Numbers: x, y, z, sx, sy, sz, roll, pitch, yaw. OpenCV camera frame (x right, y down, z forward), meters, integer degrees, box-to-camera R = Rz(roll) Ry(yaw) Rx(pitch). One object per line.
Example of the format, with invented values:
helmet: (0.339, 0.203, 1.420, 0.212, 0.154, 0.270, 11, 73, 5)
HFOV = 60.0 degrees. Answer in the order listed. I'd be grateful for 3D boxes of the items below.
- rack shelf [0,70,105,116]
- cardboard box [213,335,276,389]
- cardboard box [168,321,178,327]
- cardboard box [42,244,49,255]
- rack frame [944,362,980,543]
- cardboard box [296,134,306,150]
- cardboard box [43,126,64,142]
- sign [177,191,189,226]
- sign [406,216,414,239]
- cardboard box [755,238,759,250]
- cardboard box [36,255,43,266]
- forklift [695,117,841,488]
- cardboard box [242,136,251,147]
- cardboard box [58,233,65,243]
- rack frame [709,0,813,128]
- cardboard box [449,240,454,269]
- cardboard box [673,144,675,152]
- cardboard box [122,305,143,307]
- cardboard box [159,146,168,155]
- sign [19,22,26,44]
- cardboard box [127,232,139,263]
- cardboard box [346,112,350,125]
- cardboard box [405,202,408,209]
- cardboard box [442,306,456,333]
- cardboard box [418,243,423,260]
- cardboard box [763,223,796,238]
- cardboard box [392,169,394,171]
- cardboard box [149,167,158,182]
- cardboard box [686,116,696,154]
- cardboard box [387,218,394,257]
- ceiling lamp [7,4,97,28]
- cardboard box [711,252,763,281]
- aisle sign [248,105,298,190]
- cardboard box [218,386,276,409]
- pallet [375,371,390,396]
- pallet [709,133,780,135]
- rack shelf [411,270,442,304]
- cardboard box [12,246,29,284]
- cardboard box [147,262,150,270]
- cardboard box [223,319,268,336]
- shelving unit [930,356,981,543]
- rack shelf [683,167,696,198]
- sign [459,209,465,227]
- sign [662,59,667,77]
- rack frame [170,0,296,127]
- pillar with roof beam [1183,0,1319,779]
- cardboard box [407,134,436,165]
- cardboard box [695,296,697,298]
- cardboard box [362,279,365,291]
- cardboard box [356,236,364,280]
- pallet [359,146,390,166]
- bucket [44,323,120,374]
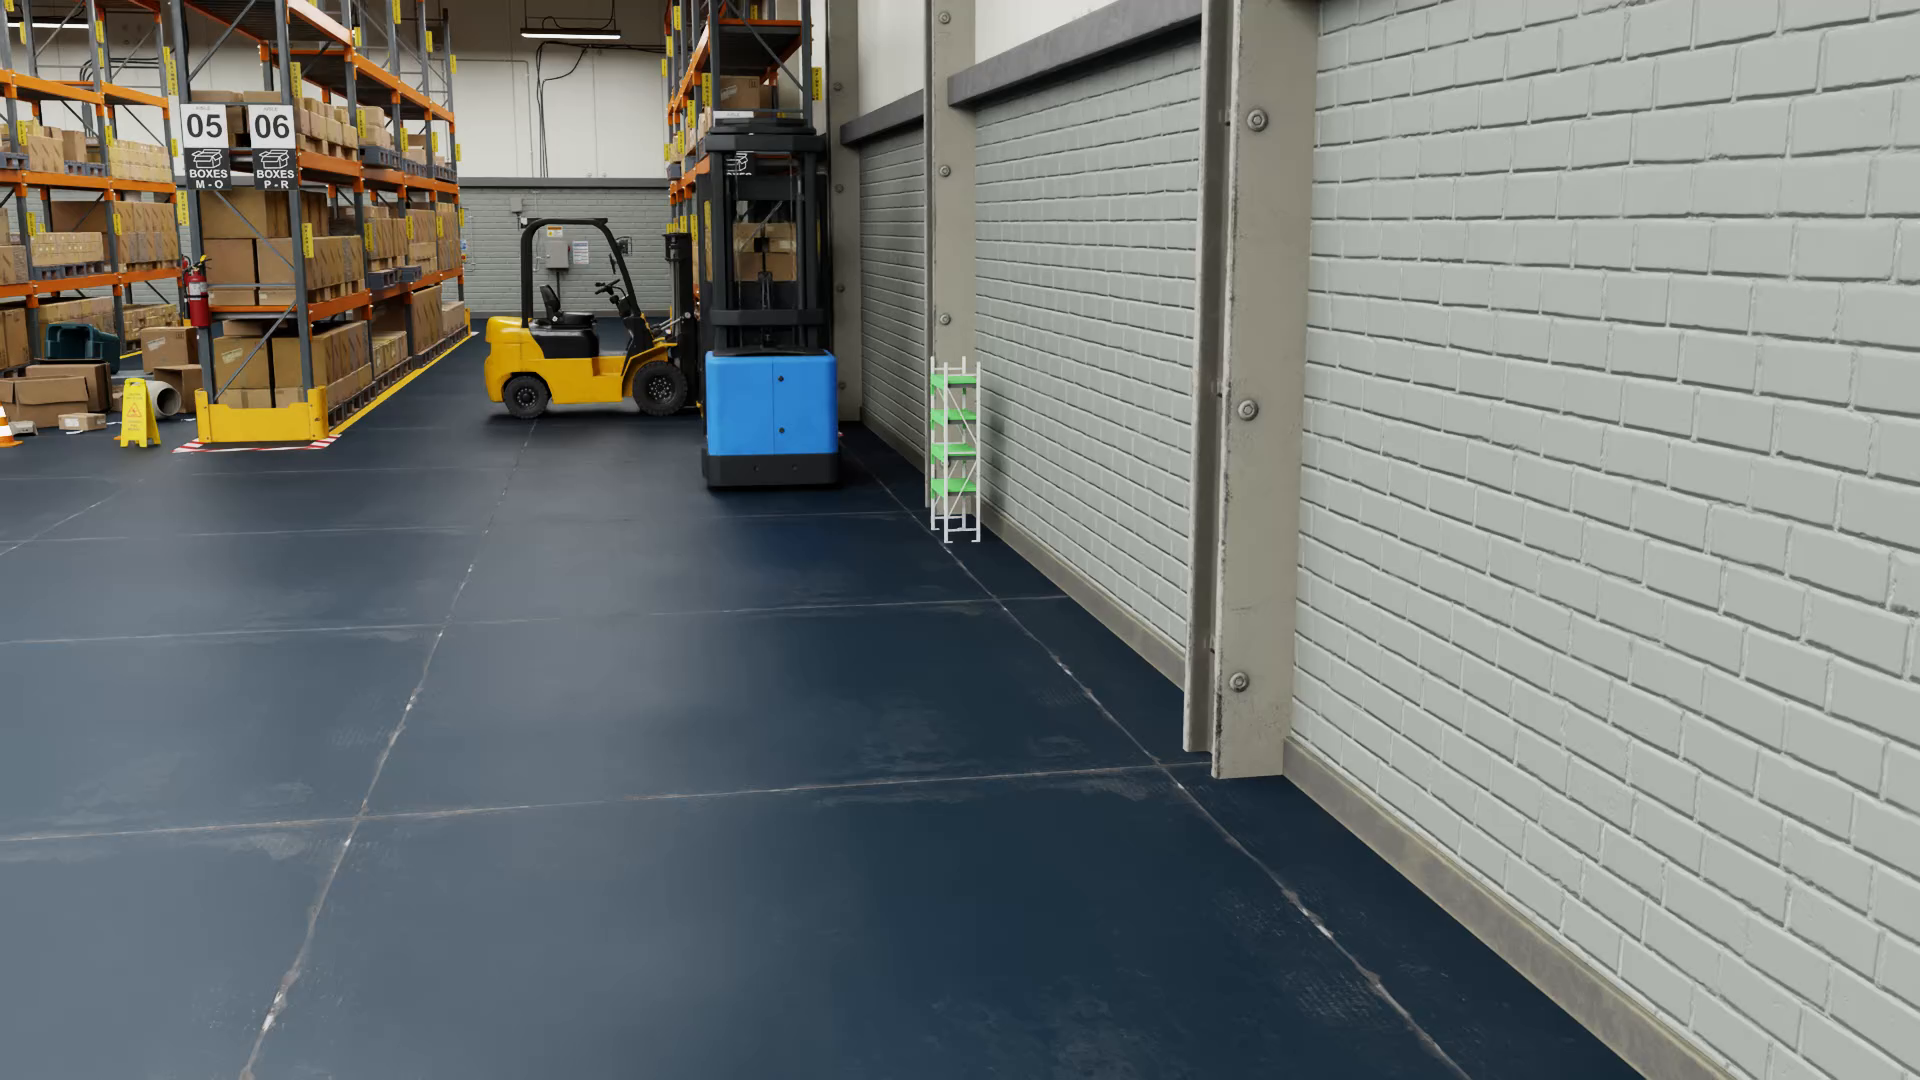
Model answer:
rack shelf: (-13.638, -6.491, 24.224, 1.077, 0.370, 4.000, -2, 11, -11)
cardboard box: (-7.268, -1.819, 16.958, 0.500, 0.500, 0.500, -2, 11, -11)
cardboard box: (-14.348, -3.867, 29.994, 0.380, 0.149, 0.250, -2, 11, -9)
cardboard box: (-13.256, -4.150, 23.731, 0.380, 0.149, 0.250, -2, 11, -13)
rack frame: (0.015, -0.575, 11.009, 0.240, 1.200, 0.015, -2, 11, -11)
cardboard box: (-6.603, -3.881, 16.212, 0.380, 0.149, 0.250, -2, 11, -11)
cardboard box: (-13.855, -5.903, 24.765, 0.797, 0.503, 0.637, -2, 11, -12)
sign: (-7.405, -3.165, 15.863, 0.100, 0.325, 0.005, -2, 11, -11)
sign: (-7.882, -4.476, 23.808, 0.100, 0.325, 0.005, -2, 11, -11)
cardboard box: (-2.152, -3.408, 19.079, 0.380, 0.149, 0.250, -2, 11, -13)
cardboard box: (-13.190, -3.948, 23.466, 0.380, 0.149, 0.250, -2, 11, -8)
forklift: (-1.694, -2.082, 14.295, 1.130, 2.935, 3.031, -2, 11, -9)
cardboard box: (-7.299, -3.958, 16.617, 0.380, 0.149, 0.250, -2, 11, -9)
cardboard box: (-13.406, -4.435, 24.430, 0.380, 0.149, 0.250, -2, 11, -9)
rack frame: (-1.989, -5.586, 16.479, 1.000, 3.000, 0.127, -2, 11, -11)
cardboard box: (-9.310, -5.082, 29.606, 0.500, 0.500, 0.500, -2, 11, -9)
cardboard box: (-4.489, -6.380, 27.159, 0.380, 0.149, 0.250, -2, 11, -12)
cardboard box: (-14.864, -4.137, 29.821, 0.380, 0.149, 0.250, -2, 11, -10)
cardboard box: (-14.452, -6.985, 29.848, 0.380, 0.149, 0.250, -2, 11, -12)
sign: (-14.562, -7.889, 25.866, 0.100, 0.325, 0.005, -2, 11, -11)
cardboard box: (-13.979, -4.846, 27.571, 0.500, 0.500, 0.500, -2, 11, -11)
cardboard box: (-7.233, -4.838, 19.111, 0.380, 0.149, 0.250, -2, 11, -12)
cardboard box: (-9.508, -5.615, 27.998, 0.380, 0.149, 0.250, -2, 11, -10)
cardboard box: (-9.382, -3.890, 29.339, 0.875, 0.438, 0.875, -2, 11, -13)
cardboard box: (-8.453, -4.386, 25.280, 0.500, 0.250, 0.500, -2, 11, -11)
cardboard box: (-1.844, -3.222, 17.306, 0.380, 0.149, 0.250, -2, 11, -12)
cardboard box: (-8.146, -5.225, 23.276, 0.380, 0.149, 0.250, -2, 11, -11)
cardboard box: (-14.267, -6.335, 28.837, 0.500, 0.250, 0.500, -2, 11, -9)
cardboard box: (-3.447, -5.654, 23.198, 0.700, 0.500, 0.500, -2, 11, -12)
cardboard box: (-7.736, -3.966, 21.827, 0.500, 0.500, 0.500, -3, 11, -13)
ceiling lamp: (-17.724, -11.431, 31.576, 2.000, 3.185, 0.800, -2, 11, -11)
cardboard box: (-2.342, -2.769, 17.454, 0.500, 0.500, 0.500, -2, 11, -12)
aisle sign: (-6.541, -3.735, 15.844, 0.394, 0.787, 0.004, -2, 11, -11)
cardboard box: (-7.283, -1.456, 17.056, 0.500, 0.250, 0.500, -2, 11, -11)
pallet: (-7.788, -1.964, 20.953, 1.003, 0.211, 1.213, -2, 11, -11)
pallet: (-2.101, -4.200, 17.454, 1.003, 0.211, 1.213, -2, 11, -11)
rack shelf: (-8.802, -3.939, 25.791, 1.077, 0.370, 4.000, -2, 11, -11)
cardboard box: (-12.898, -3.703, 22.361, 0.500, 0.500, 0.500, -2, 11, -11)
cardboard box: (-14.232, -4.733, 28.715, 0.380, 0.149, 0.250, -2, 11, -10)
cardboard box: (-7.406, -2.203, 17.238, 0.380, 0.149, 0.250, -2, 11, -9)
shelving unit: (-0.032, -0.620, 11.244, 0.258, 1.200, 0.503, -2, 11, -11)
rack shelf: (-3.156, -4.860, 22.608, 1.077, 0.370, 4.000, -2, 11, -11)
sign: (-9.434, -6.095, 31.465, 0.100, 0.325, 0.005, -2, 11, -11)
sign: (-5.633, -8.999, 31.698, 0.100, 0.325, 0.005, -2, 11, -11)
rack frame: (-6.857, -5.405, 15.527, 1.000, 3.000, 0.127, -2, 11, -11)
pillar with roof beam: (-3.129, -3.389, 4.936, 9.100, 9.000, 0.400, -2, 11, -11)
cardboard box: (-9.099, -6.552, 27.919, 0.500, 0.500, 0.500, -2, 11, -10)
cardboard box: (-4.416, -4.162, 28.071, 0.380, 0.149, 0.250, -3, 11, -14)
cardboard box: (-7.273, -3.020, 19.714, 0.380, 0.149, 0.250, -2, 11, -12)
cardboard box: (-7.304, -3.314, 19.524, 0.500, 0.500, 0.500, -2, 11, -12)
pallet: (-7.650, -4.690, 20.294, 1.213, 0.211, 1.003, -2, 11, -11)
bucket: (-10.183, -2.190, 19.372, 0.726, 0.611, 0.620, 2, 1, 9)
